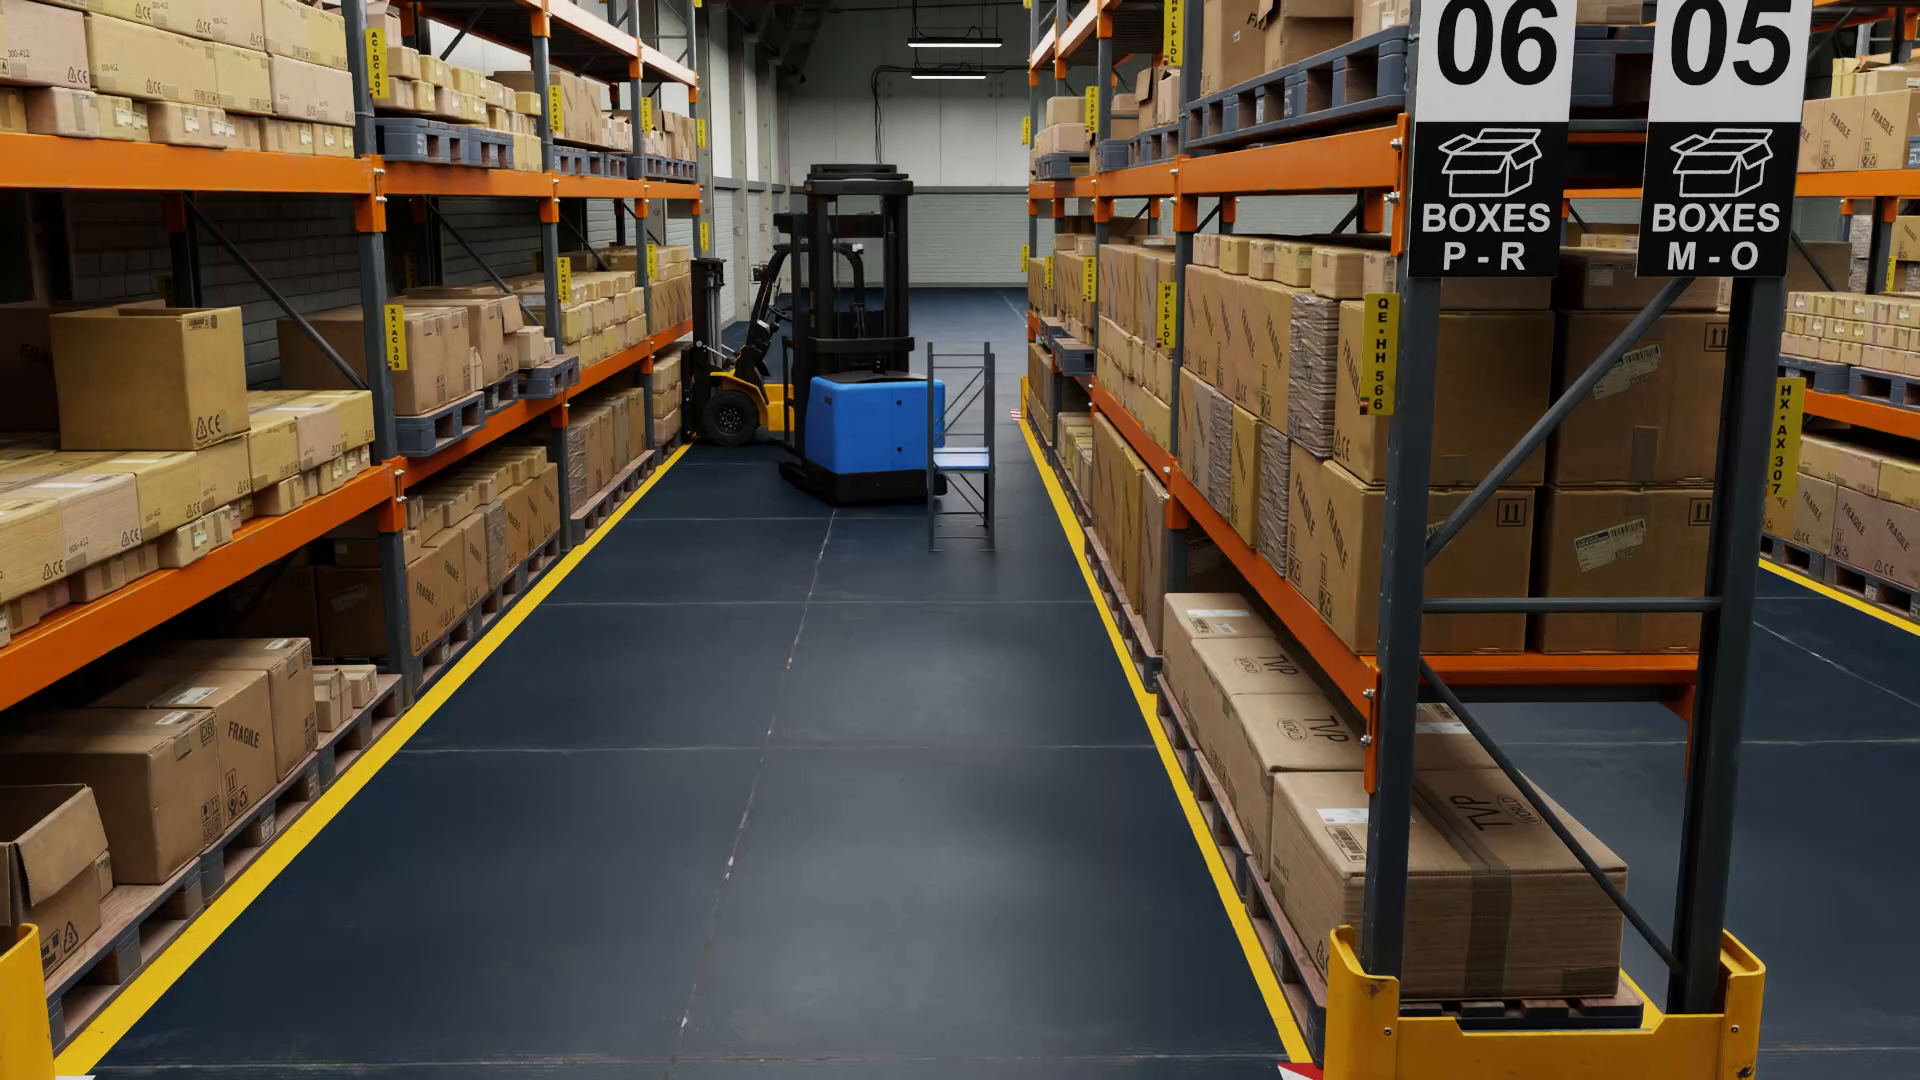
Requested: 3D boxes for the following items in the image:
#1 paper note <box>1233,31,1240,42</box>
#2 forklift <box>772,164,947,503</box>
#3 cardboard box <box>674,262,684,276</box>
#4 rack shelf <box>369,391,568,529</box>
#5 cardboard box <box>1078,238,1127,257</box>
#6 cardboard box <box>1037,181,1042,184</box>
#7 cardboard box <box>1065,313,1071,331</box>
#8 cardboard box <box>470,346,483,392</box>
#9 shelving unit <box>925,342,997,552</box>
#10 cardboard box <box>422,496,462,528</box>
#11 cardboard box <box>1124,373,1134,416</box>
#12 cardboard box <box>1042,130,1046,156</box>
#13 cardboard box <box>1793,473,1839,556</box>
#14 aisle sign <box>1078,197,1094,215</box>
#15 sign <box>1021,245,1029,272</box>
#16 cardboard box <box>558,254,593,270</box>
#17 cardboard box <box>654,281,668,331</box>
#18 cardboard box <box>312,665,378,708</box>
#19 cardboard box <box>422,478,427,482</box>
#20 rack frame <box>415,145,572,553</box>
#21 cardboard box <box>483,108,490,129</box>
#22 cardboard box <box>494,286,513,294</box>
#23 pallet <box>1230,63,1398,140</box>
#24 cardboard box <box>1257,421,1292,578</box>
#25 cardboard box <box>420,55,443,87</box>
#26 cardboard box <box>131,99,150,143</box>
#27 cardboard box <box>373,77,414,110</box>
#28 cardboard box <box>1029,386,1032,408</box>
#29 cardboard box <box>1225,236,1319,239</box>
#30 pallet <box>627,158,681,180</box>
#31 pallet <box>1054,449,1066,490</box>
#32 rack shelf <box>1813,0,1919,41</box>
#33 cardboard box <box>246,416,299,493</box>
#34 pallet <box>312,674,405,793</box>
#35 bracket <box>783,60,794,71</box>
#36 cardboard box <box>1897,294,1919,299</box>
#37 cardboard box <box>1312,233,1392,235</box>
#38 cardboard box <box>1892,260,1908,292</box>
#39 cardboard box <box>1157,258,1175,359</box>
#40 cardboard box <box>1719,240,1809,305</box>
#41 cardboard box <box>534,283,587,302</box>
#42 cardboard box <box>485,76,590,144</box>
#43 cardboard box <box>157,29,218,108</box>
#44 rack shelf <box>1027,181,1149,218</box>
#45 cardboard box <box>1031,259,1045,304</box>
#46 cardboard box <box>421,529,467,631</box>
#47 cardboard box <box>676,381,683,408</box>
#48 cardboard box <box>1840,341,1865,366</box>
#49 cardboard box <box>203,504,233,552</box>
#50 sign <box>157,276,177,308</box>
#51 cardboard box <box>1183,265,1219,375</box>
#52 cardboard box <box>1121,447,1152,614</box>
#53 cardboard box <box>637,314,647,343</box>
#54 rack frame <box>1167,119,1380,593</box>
[{"bbox_3d":[1.044,-1.905,6.296,0.006,0.032,0.123,0,11,-1],"label":"paper note"},{"bbox_3d":[-1.099,-2.014,15.615,1.130,2.935,3.031,-4,12,-20],"label":"forklift"},{"bbox_3d":[-3.285,-3.016,18.498,0.380,0.149,0.250,0,11,-1],"label":"cardboard box"},{"bbox_3d":[-3.417,-0.631,10.437,1.077,0.370,4.000,0,11,-1],"label":"rack shelf"},{"bbox_3d":[1.189,-2.445,13.880,0.380,0.149,0.250,-1,11,-4],"label":"cardboard box"},{"bbox_3d":[1.052,-4.016,18.397,0.380,0.149,0.250,0,11,-1],"label":"cardboard box"},{"bbox_3d":[1.116,-1.910,14.506,0.380,0.149,0.250,0,11,1],"label":"cardboard box"},{"bbox_3d":[-3.021,-1.004,9.746,0.396,0.266,0.258,0,11,2],"label":"cardboard box"},{"bbox_3d":[-0.002,-0.752,12.994,0.538,1.500,1.048,0,11,-1],"label":"shelving unit"},{"bbox_3d":[-3.204,-0.167,9.940,0.380,0.149,0.250,0,11,-1],"label":"cardboard box"},{"bbox_3d":[1.310,-0.926,10.459,0.500,0.250,0.500,0,11,-1],"label":"cardboard box"},{"bbox_3d":[1.033,-3.682,15.442,0.500,0.250,0.500,-1,11,-3],"label":"cardboard box"},{"bbox_3d":[6.225,-0.182,11.644,0.500,0.500,0.500,0,11,0],"label":"cardboard box"},{"bbox_3d":[1.628,-4.281,20.076,0.394,0.787,0.004,0,11,-1],"label":"aisle sign"},{"bbox_3d":[0.797,-3.415,20.170,0.100,0.325,0.005,0,11,-1],"label":"sign"},{"bbox_3d":[-3.849,-2.752,16.447,0.380,0.149,0.250,0,11,-1],"label":"cardboard box"},{"bbox_3d":[-3.316,-2.418,17.184,0.500,0.500,0.500,0,11,0],"label":"cardboard box"},{"bbox_3d":[-3.070,0.714,8.107,0.380,0.149,0.250,-1,11,-3],"label":"cardboard box"},{"bbox_3d":[-3.728,-0.367,10.924,0.380,0.149,0.250,0,11,-2],"label":"cardboard box"},{"bbox_3d":[-3.458,-1.382,12.325,1.000,3.000,0.127,0,11,-1],"label":"rack frame"},{"bbox_3d":[-3.240,-2.701,10.659,0.380,0.149,0.250,0,11,-1],"label":"cardboard box"},{"bbox_3d":[-3.729,-1.916,13.074,0.380,0.149,0.250,0,11,-1],"label":"cardboard box"},{"bbox_3d":[1.616,-1.630,6.226,1.003,0.211,1.213,0,11,-1],"label":"pallet"},{"bbox_3d":[1.379,-0.158,6.043,0.500,0.500,0.500,0,11,0],"label":"cardboard box"},{"bbox_3d":[-2.983,-2.498,8.862,0.380,0.149,0.250,0,11,-2],"label":"cardboard box"},{"bbox_3d":[-3.069,-1.457,5.782,0.380,0.149,0.250,0,11,-2],"label":"cardboard box"},{"bbox_3d":[-2.984,-2.249,8.381,0.380,0.149,0.250,0,11,0],"label":"cardboard box"},{"bbox_3d":[1.079,-1.690,19.703,0.500,0.250,0.500,0,11,-2],"label":"cardboard box"},{"bbox_3d":[1.403,-1.299,7.521,0.380,0.149,0.250,0,11,-2],"label":"cardboard box"},{"bbox_3d":[-3.607,-4.015,17.982,1.003,0.211,1.213,0,11,-1],"label":"pallet"},{"bbox_3d":[1.439,-0.676,15.863,1.003,0.211,1.213,0,11,-1],"label":"pallet"},{"bbox_3d":[6.493,-3.437,10.183,1.077,0.370,4.000,0,11,-1],"label":"rack shelf"},{"bbox_3d":[-3.099,-0.360,6.917,0.500,0.250,0.500,0,11,-2],"label":"cardboard box"},{"bbox_3d":[-3.362,0.917,8.010,1.003,0.211,1.213,0,11,-1],"label":"pallet"},{"bbox_3d":[-4.713,-12.904,44.979,0.076,0.066,4.783,0,11,-1],"label":"bracket"},{"bbox_3d":[6.923,-1.672,11.835,0.380,0.149,0.250,0,11,-2],"label":"cardboard box"},{"bbox_3d":[1.912,-1.405,8.040,0.380,0.149,0.250,0,11,-2],"label":"cardboard box"},{"bbox_3d":[11.361,-3.020,19.402,0.875,0.500,0.500,0,11,-1],"label":"cardboard box"},{"bbox_3d":[1.327,-1.234,8.833,0.500,0.500,0.500,0,11,1],"label":"cardboard box"},{"bbox_3d":[6.440,-2.172,13.454,0.700,0.500,0.500,0,11,-2],"label":"cardboard box"},{"bbox_3d":[-3.261,-2.019,13.583,0.380,0.149,0.250,0,11,-1],"label":"cardboard box"},{"bbox_3d":[-3.340,-3.400,13.172,0.700,0.500,0.500,0,11,-2],"label":"cardboard box"},{"bbox_3d":[-3.092,-1.728,6.119,0.500,0.250,0.500,0,11,-2],"label":"cardboard box"},{"bbox_3d":[1.380,-3.713,18.081,1.077,0.370,4.000,0,11,-1],"label":"rack shelf"},{"bbox_3d":[1.085,-2.989,19.251,0.500,0.500,0.500,0,11,1],"label":"cardboard box"},{"bbox_3d":[-3.181,0.230,9.612,0.500,0.500,0.500,0,11,-2],"label":"cardboard box"},{"bbox_3d":[-3.253,-1.577,17.892,0.500,0.250,0.500,0,11,-2],"label":"cardboard box"},{"bbox_3d":[6.277,-1.275,11.377,0.380,0.149,0.250,0,11,1],"label":"cardboard box"},{"bbox_3d":[-3.028,-0.043,6.360,0.380,0.149,0.250,0,11,0],"label":"cardboard box"},{"bbox_3d":[-3.930,-1.151,8.276,0.100,0.325,0.005,0,11,-1],"label":"sign"},{"bbox_3d":[1.355,-1.051,7.929,0.500,0.500,0.500,0,11,-1],"label":"cardboard box"},{"bbox_3d":[1.468,-0.075,10.170,0.875,0.875,0.875,0,11,0],"label":"cardboard box"},{"bbox_3d":[-3.269,-2.004,15.770,0.500,0.250,0.500,0,11,0],"label":"cardboard box"},{"bbox_3d":[1.587,-0.608,8.510,1.000,3.000,0.127,0,11,-1],"label":"rack frame"}]
